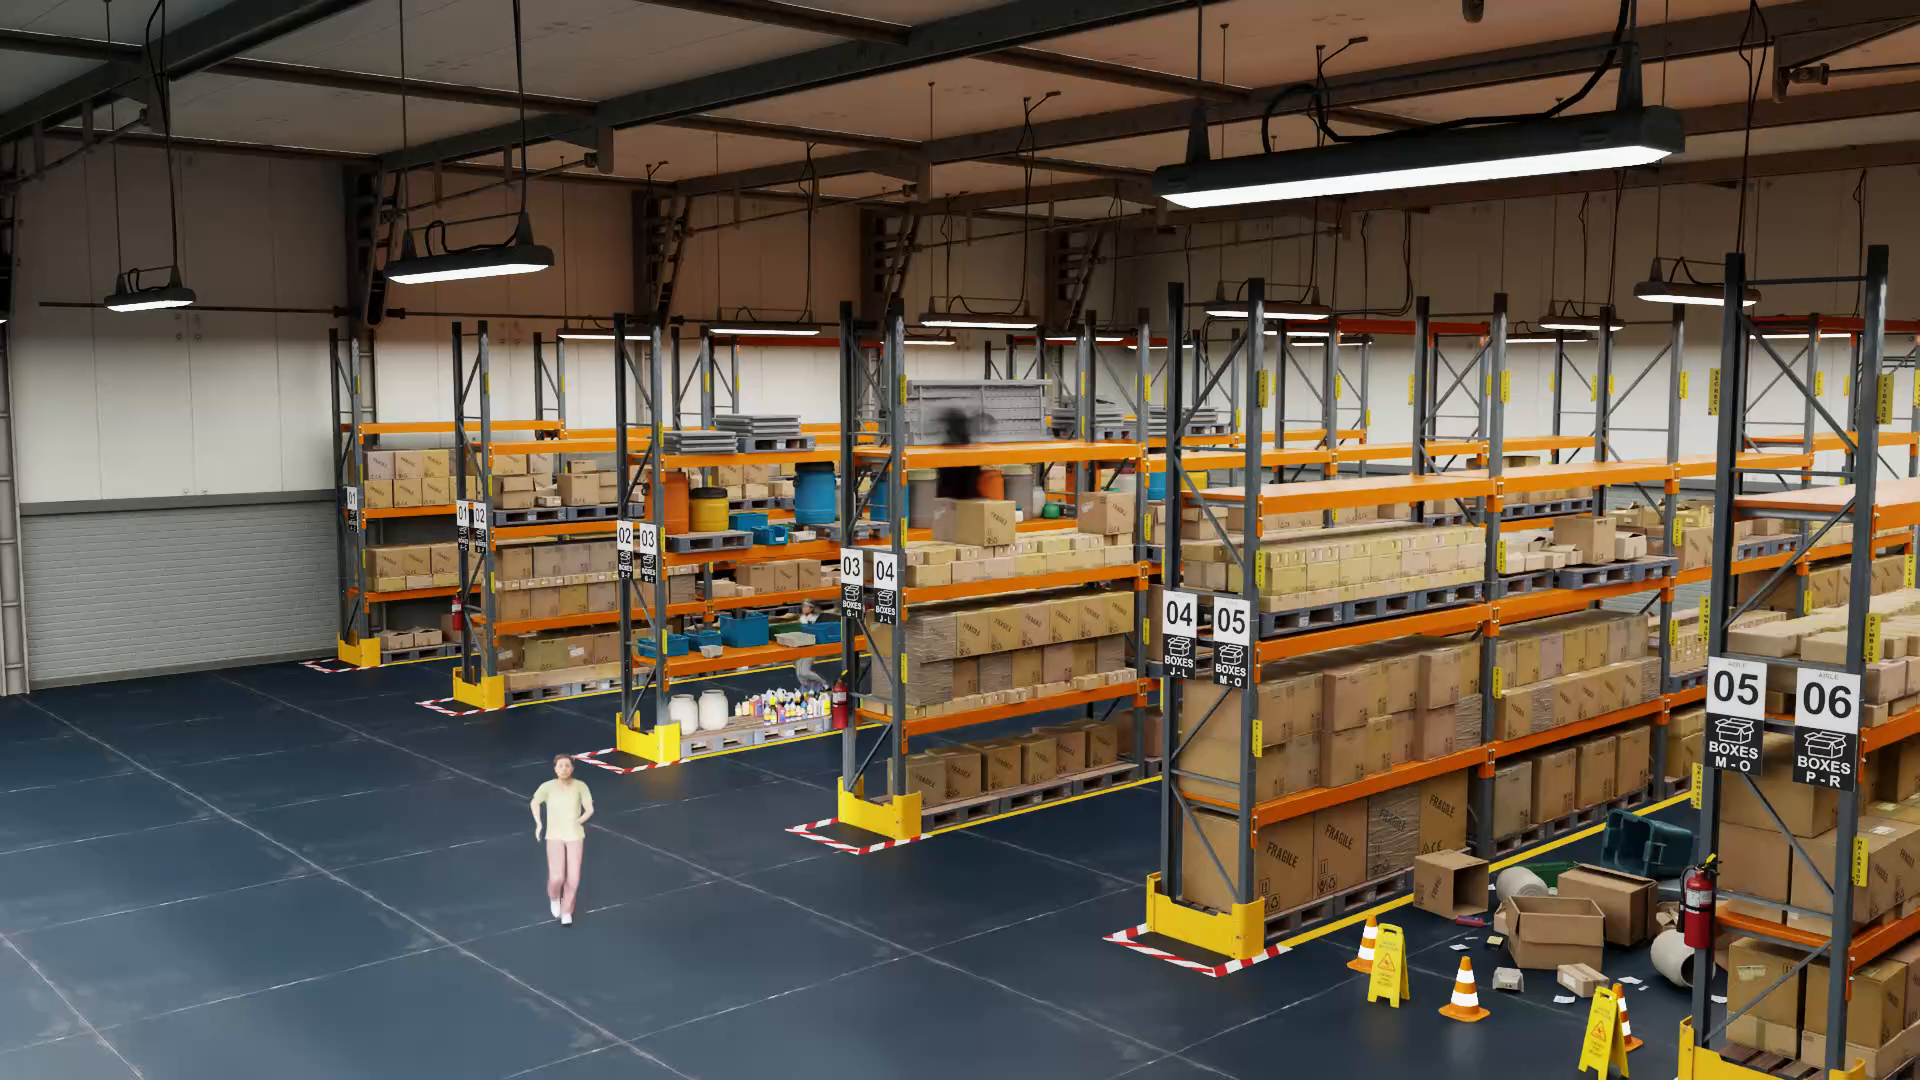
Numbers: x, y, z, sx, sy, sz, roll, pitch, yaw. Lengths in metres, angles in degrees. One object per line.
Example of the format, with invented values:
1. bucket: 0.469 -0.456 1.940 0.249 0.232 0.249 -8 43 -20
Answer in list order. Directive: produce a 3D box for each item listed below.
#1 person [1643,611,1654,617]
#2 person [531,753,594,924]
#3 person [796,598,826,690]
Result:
1. person: 10.333 1.892 24.978 0.751 1.661 0.575 -5 7 -41
2. person: -3.704 2.811 15.569 0.566 1.629 0.550 -2 6 -18
3. person: -2.425 1.738 26.396 0.611 1.643 0.569 5 8 42
